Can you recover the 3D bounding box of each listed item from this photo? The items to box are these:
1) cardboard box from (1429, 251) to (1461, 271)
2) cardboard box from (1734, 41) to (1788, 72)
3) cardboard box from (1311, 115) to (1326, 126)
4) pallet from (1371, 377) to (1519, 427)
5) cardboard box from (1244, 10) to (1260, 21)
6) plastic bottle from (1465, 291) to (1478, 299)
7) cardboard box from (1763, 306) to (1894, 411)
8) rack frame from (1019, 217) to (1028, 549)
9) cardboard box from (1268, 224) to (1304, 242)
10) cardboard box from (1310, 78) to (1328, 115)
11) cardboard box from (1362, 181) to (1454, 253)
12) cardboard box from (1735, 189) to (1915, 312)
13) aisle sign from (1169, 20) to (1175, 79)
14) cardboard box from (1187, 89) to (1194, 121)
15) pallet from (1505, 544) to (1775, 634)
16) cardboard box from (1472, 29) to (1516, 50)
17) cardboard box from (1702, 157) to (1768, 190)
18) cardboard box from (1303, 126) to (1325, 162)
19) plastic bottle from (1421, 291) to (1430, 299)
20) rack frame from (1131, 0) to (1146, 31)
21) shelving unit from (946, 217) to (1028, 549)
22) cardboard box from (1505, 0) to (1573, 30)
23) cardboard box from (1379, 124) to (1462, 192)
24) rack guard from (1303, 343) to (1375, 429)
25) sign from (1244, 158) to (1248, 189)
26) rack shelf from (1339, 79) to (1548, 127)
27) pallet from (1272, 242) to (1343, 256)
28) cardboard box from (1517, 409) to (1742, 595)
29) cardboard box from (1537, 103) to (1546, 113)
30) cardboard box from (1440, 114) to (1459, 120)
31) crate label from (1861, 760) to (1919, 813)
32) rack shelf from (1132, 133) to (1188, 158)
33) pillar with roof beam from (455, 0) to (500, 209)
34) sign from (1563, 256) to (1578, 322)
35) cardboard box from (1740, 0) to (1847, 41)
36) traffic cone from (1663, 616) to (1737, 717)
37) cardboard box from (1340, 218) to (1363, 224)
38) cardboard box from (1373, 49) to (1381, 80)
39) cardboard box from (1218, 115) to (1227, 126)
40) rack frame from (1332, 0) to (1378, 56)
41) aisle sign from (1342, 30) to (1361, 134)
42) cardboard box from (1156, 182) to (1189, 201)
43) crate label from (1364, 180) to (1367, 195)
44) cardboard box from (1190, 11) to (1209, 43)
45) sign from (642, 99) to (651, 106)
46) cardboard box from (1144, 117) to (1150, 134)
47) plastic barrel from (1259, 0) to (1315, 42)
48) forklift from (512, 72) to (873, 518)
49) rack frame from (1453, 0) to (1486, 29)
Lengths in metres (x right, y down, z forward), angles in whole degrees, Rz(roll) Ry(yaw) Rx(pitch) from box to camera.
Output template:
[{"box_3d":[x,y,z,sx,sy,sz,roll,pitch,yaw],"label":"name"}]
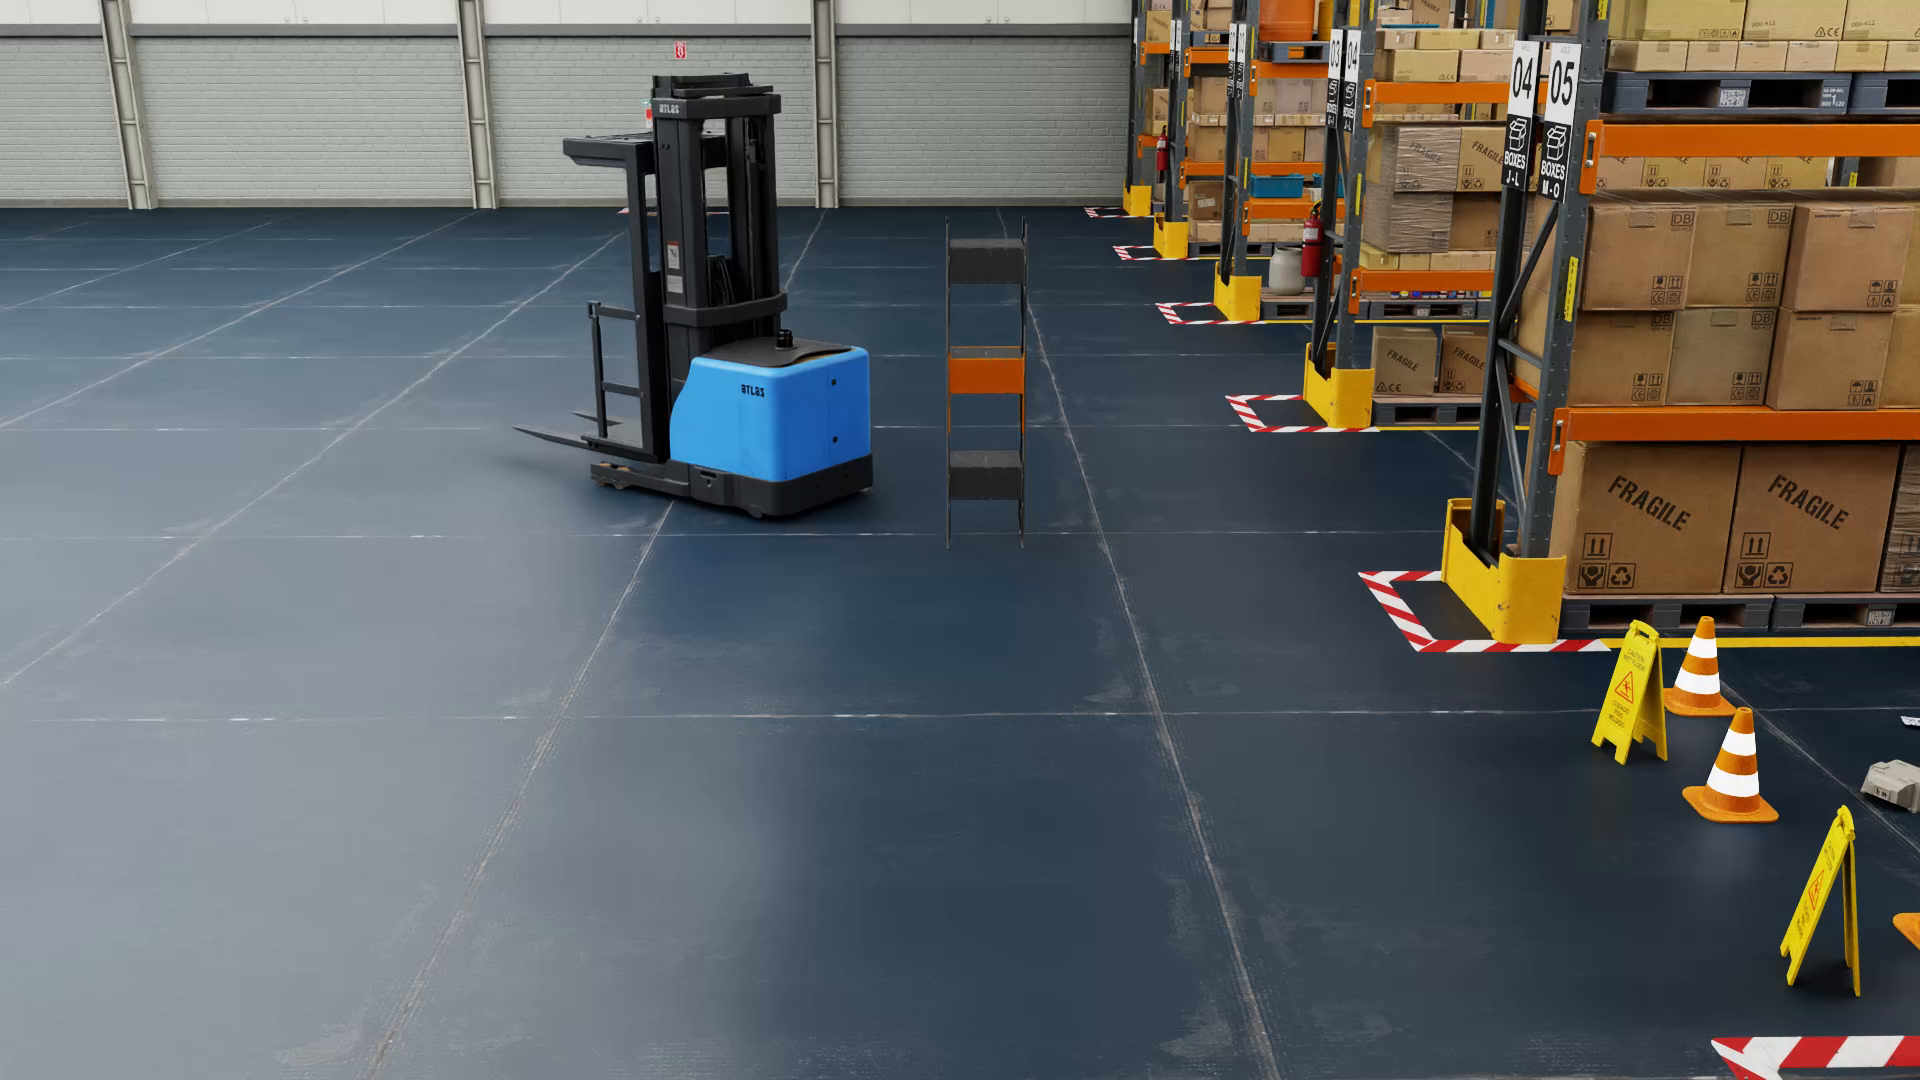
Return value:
[{"box_3d":[3.993,-2.344,13.854,0.250,0.149,0.380,0,18,-1],"label":"cardboard box"},{"box_3d":[4.034,-2.490,8.548,0.250,0.149,0.380,0,18,-1],"label":"cardboard box"},{"box_3d":[4.984,-5.868,23.204,0.250,0.149,0.380,0,18,0],"label":"cardboard box"},{"box_3d":[4.092,-1.209,14.469,1.213,0.211,1.003,0,18,-1],"label":"pallet"},{"box_3d":[4.198,-7.278,23.243,0.500,0.250,0.500,0,18,-1],"label":"cardboard box"},{"box_3d":[5.808,-2.894,18.898,0.135,0.276,0.152,0,18,0],"label":"plastic bottle"},{"box_3d":[4.663,-1.088,9.284,0.550,0.550,0.875,0,18,-1],"label":"cardboard box"},{"box_3d":[0.409,-1.002,10.733,0.015,2.100,0.400,0,18,-1],"label":"rack frame"},{"box_3d":[4.590,-4.400,23.666,0.500,0.250,0.500,0,18,-1],"label":"cardboard box"},{"box_3d":[5.101,-6.242,23.307,0.500,0.500,0.700,0,18,-1],"label":"cardboard box"},{"box_3d":[3.754,-2.726,13.985,0.500,0.500,0.875,0,18,-1],"label":"cardboard box"},{"box_3d":[4.663,-1.595,9.096,0.550,0.550,0.875,0,18,-1],"label":"cardboard box"},{"box_3d":[2.981,-6.896,23.377,0.004,0.787,0.394,0,18,-1],"label":"aisle sign"},{"box_3d":[3.945,-7.286,27.836,0.500,0.500,0.500,0,18,-1],"label":"cardboard box"},{"box_3d":[3.979,0.273,9.852,1.213,0.211,1.003,0,18,-1],"label":"pallet"},{"box_3d":[4.267,-4.010,13.321,0.250,0.149,0.380,0,18,1],"label":"cardboard box"},{"box_3d":[6.258,-3.138,13.633,0.500,0.500,0.500,0,18,-1],"label":"cardboard box"},{"box_3d":[5.066,-5.623,23.501,0.500,0.500,0.700,0,18,1],"label":"cardboard box"},{"box_3d":[5.286,-2.881,18.865,0.097,0.271,0.097,0,18,0],"label":"plastic bottle"},{"box_3d":[2.969,-9.938,27.295,0.127,3.000,1.000,0,18,-1],"label":"rack frame"},{"box_3d":[0.166,-1.001,10.729,0.503,2.100,0.431,0,18,-1],"label":"shelving unit"},{"box_3d":[4.692,-4.323,13.234,0.500,0.500,0.500,0,18,-1],"label":"cardboard box"},{"box_3d":[3.758,-3.128,13.599,0.500,0.500,0.500,0,18,-1],"label":"cardboard box"},{"box_3d":[3.280,-1.353,14.447,0.348,0.500,1.175,0,18,-1],"label":"rack guard"},{"box_3d":[3.130,-4.019,18.213,0.005,0.325,0.100,0,18,-1],"label":"sign"},{"box_3d":[5.203,-3.638,13.746,4.000,0.370,1.077,0,18,-1],"label":"rack shelf"},{"box_3d":[5.032,-4.262,23.988,1.213,0.211,1.003,0,18,-1],"label":"pallet"},{"box_3d":[3.858,-0.239,9.673,0.875,0.875,0.875,0,18,-1],"label":"cardboard box"},{"box_3d":[9.940,-7.361,28.199,0.500,0.500,0.700,-2,18,-6],"label":"cardboard box"},{"box_3d":[6.782,-5.877,23.233,0.250,0.149,0.380,0,18,-1],"label":"cardboard box"},{"box_3d":[4.197,1.091,7.423,0.298,0.136,0.250,-10,20,-29],"label":"crate label"},{"box_3d":[4.969,-6.748,28.352,4.000,0.370,1.077,0,18,-1],"label":"rack shelf"},{"box_3d":[-8.275,-8.833,23.850,0.400,9.000,9.100,0,18,-1],"label":"pillar with roof beam"},{"box_3d":[3.184,-1.308,8.667,0.005,0.325,0.100,0,18,-1],"label":"sign"},{"box_3d":[4.175,-2.700,8.551,0.500,0.250,0.500,-1,18,-2],"label":"cardboard box"},{"box_3d":[3.734,0.612,8.383,0.334,0.463,0.336,0,18,-1],"label":"traffic cone"},{"box_3d":[5.590,-4.764,23.574,0.500,0.500,0.500,0,18,-1],"label":"cardboard box"},{"box_3d":[3.682,-3.980,13.878,0.500,0.250,0.500,0,18,0],"label":"cardboard box"},{"box_3d":[3.711,-5.863,23.189,0.250,0.149,0.380,-1,18,-2],"label":"cardboard box"},{"box_3d":[3.204,-5.399,13.147,0.127,3.000,1.000,0,18,-1],"label":"rack frame"},{"box_3d":[3.146,-3.689,13.380,0.004,0.787,0.394,0,18,-1],"label":"aisle sign"},{"box_3d":[3.662,-5.986,28.480,0.500,0.311,0.500,-2,18,-7],"label":"cardboard box"},{"box_3d":[4.961,-4.164,19.059,0.616,0.435,0.502,0,18,-1],"label":"crate label"},{"box_3d":[3.845,-8.484,27.476,0.500,0.500,0.500,1,18,3],"label":"cardboard box"},{"box_3d":[-5.365,-7.615,28.950,0.331,0.109,0.001,0,18,-1],"label":"sign"},{"box_3d":[3.433,-7.081,28.423,0.500,0.250,0.500,0,18,0],"label":"cardboard box"},{"box_3d":[3.609,-5.929,18.320,0.708,0.830,0.600,0,18,-1],"label":"plastic barrel"},{"box_3d":[-2.115,-1.882,12.115,3.031,2.935,1.130,13,22,35],"label":"forklift"},{"box_3d":[7.050,-8.444,22.639,0.127,3.000,1.000,0,18,-1],"label":"rack frame"}]
